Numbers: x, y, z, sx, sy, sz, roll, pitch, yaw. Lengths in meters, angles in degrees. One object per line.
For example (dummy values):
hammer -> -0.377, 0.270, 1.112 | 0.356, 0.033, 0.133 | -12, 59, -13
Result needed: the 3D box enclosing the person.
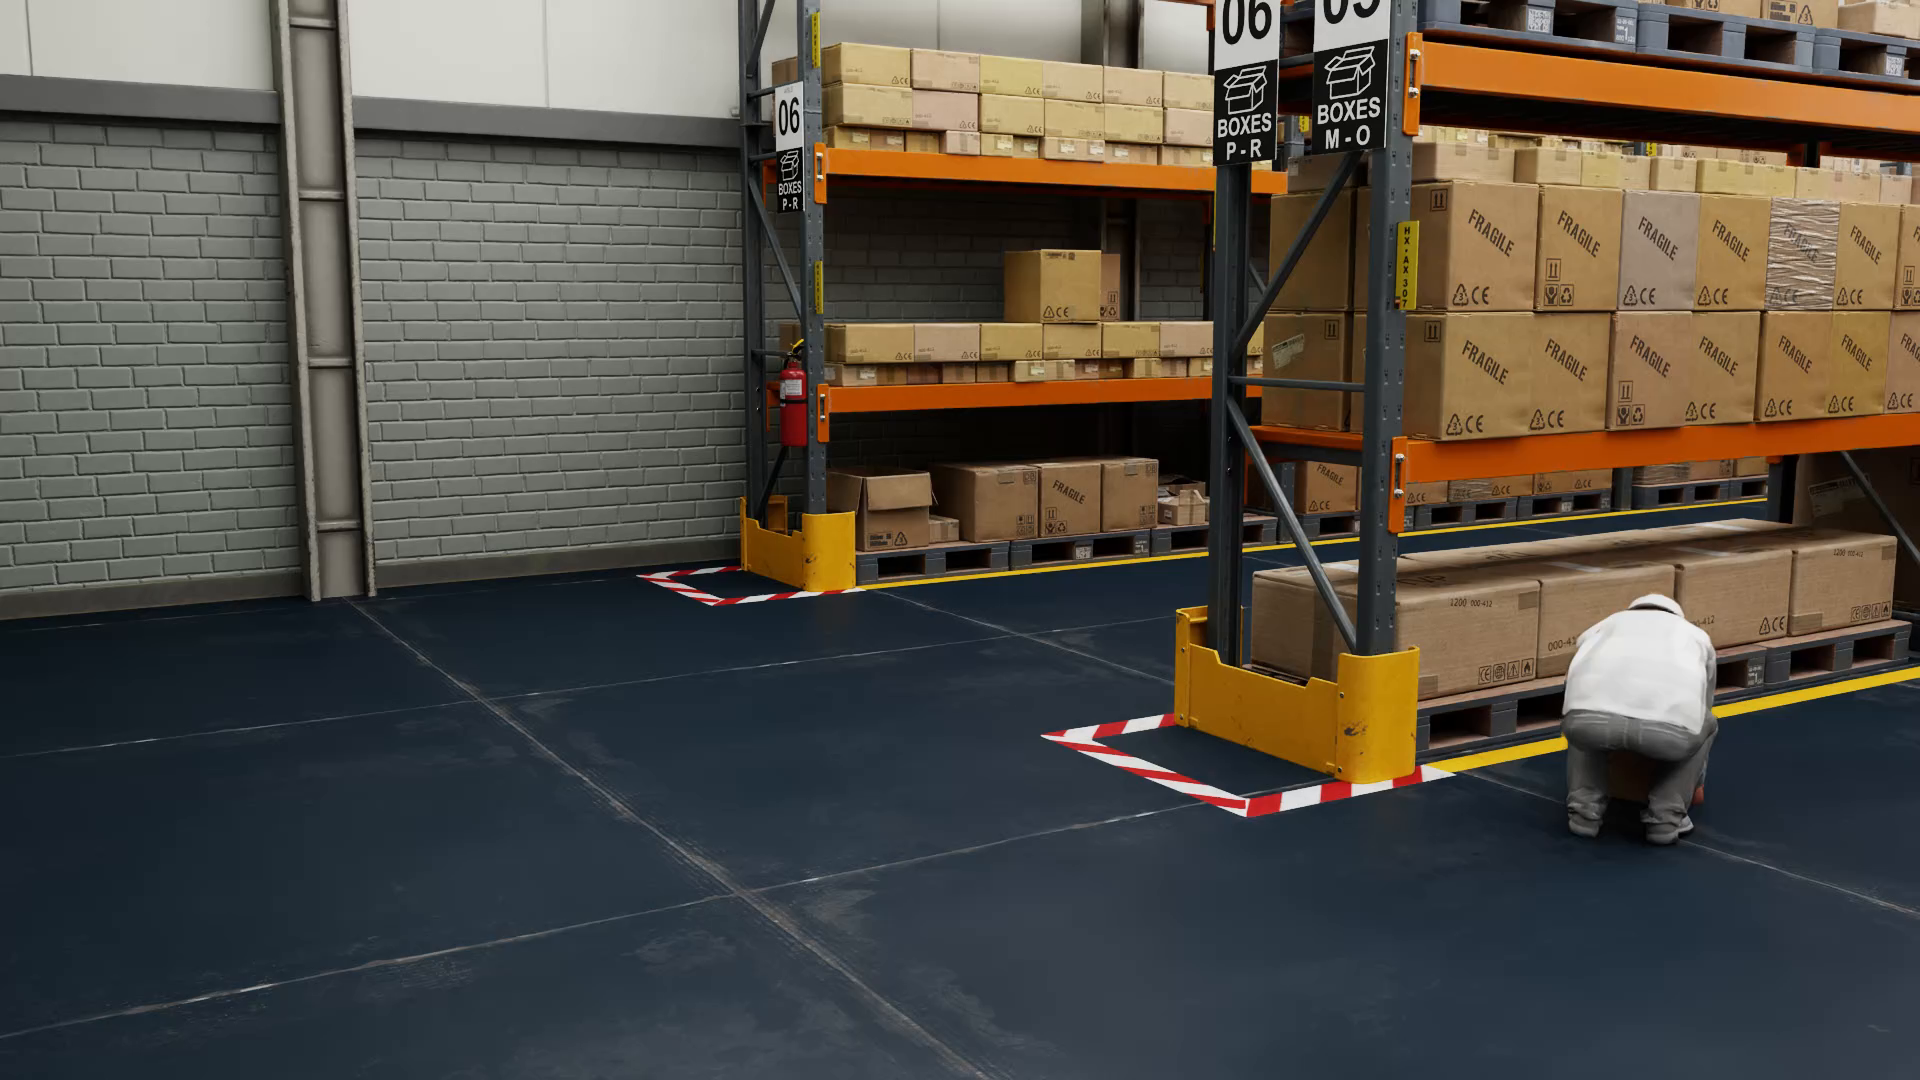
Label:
person -> 2.423, 0.650, 5.933 | 0.504, 0.802, 0.982 | 5, 9, 31
